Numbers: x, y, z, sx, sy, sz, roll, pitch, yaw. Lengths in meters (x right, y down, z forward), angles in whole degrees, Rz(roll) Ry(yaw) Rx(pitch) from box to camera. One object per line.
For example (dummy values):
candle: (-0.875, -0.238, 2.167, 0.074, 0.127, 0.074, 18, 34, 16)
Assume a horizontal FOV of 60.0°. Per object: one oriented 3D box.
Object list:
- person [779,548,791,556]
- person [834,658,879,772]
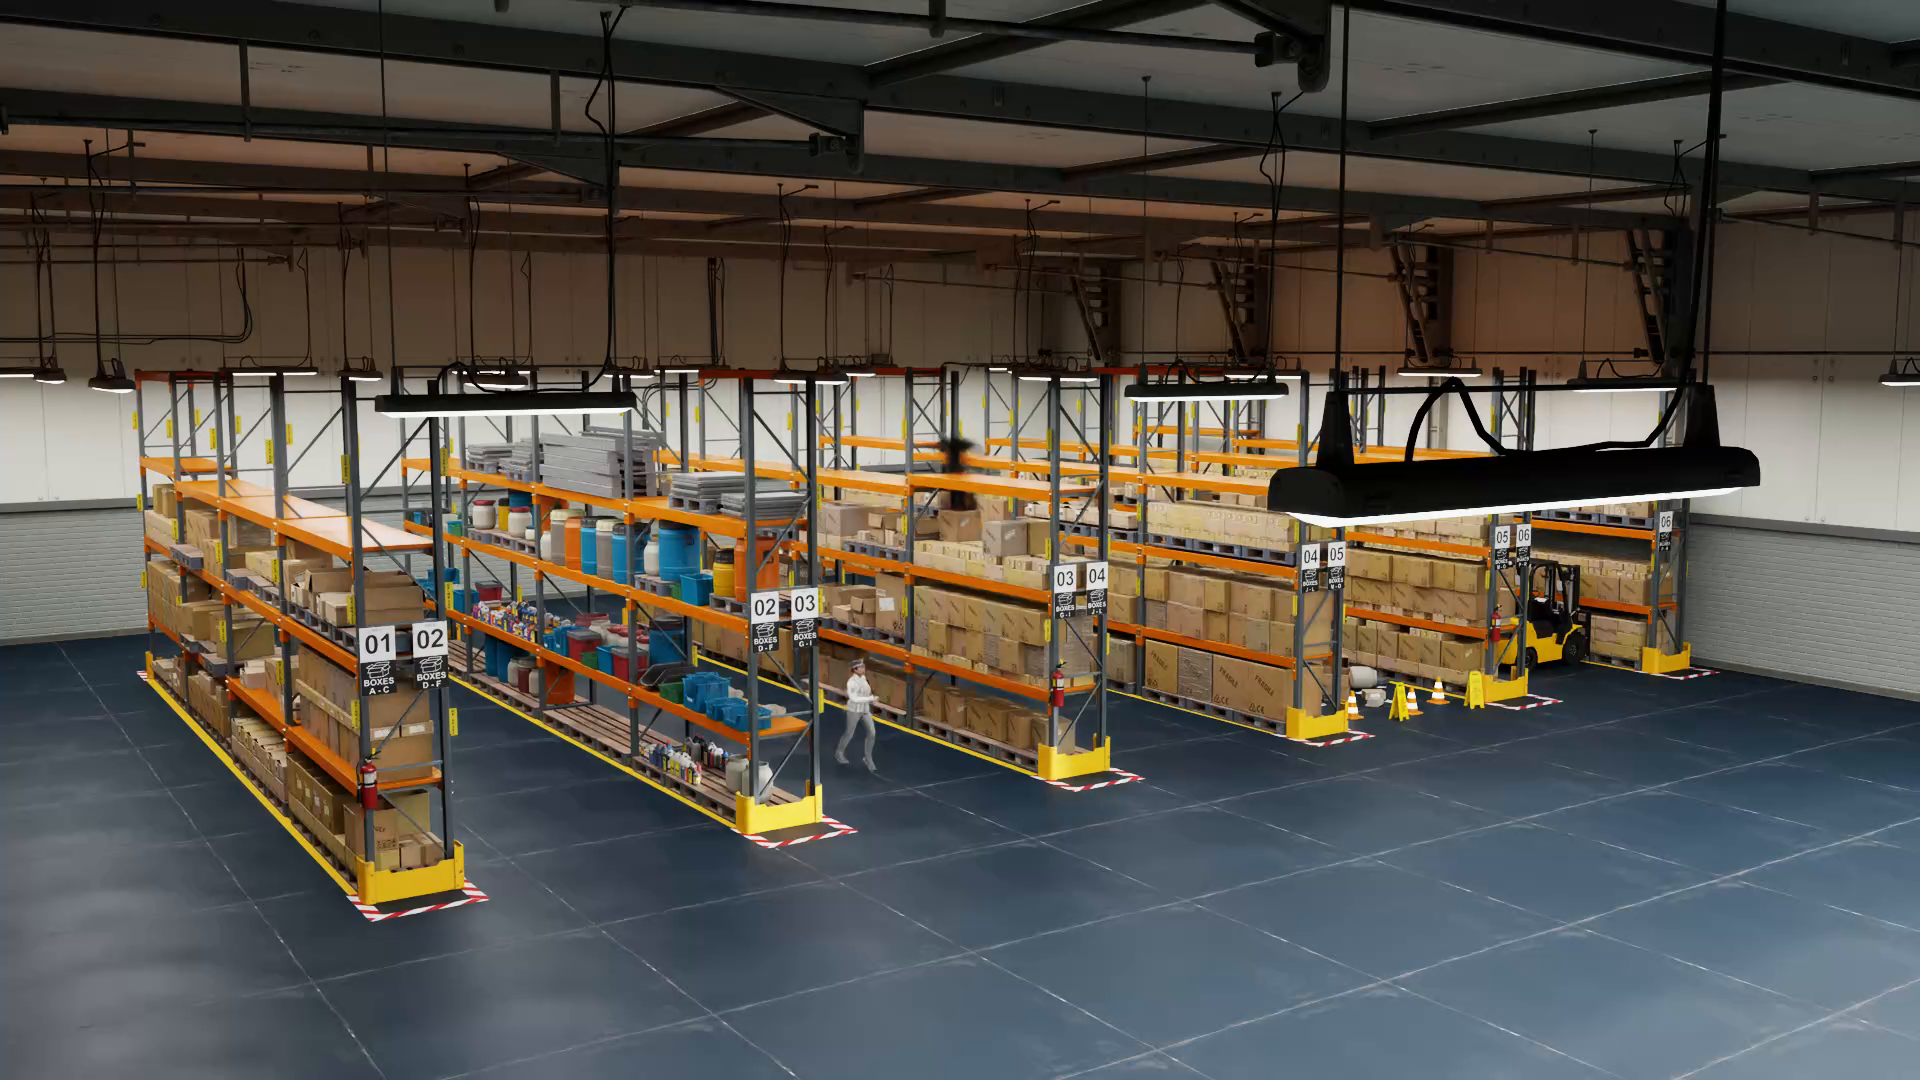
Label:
person: (-4.281, 0.900, 40.655, 0.690, 1.820, 0.697, -1, 6, -6)
person: (-1.564, 2.644, 25.266, 0.830, 1.748, 0.553, 5, 8, 37)
